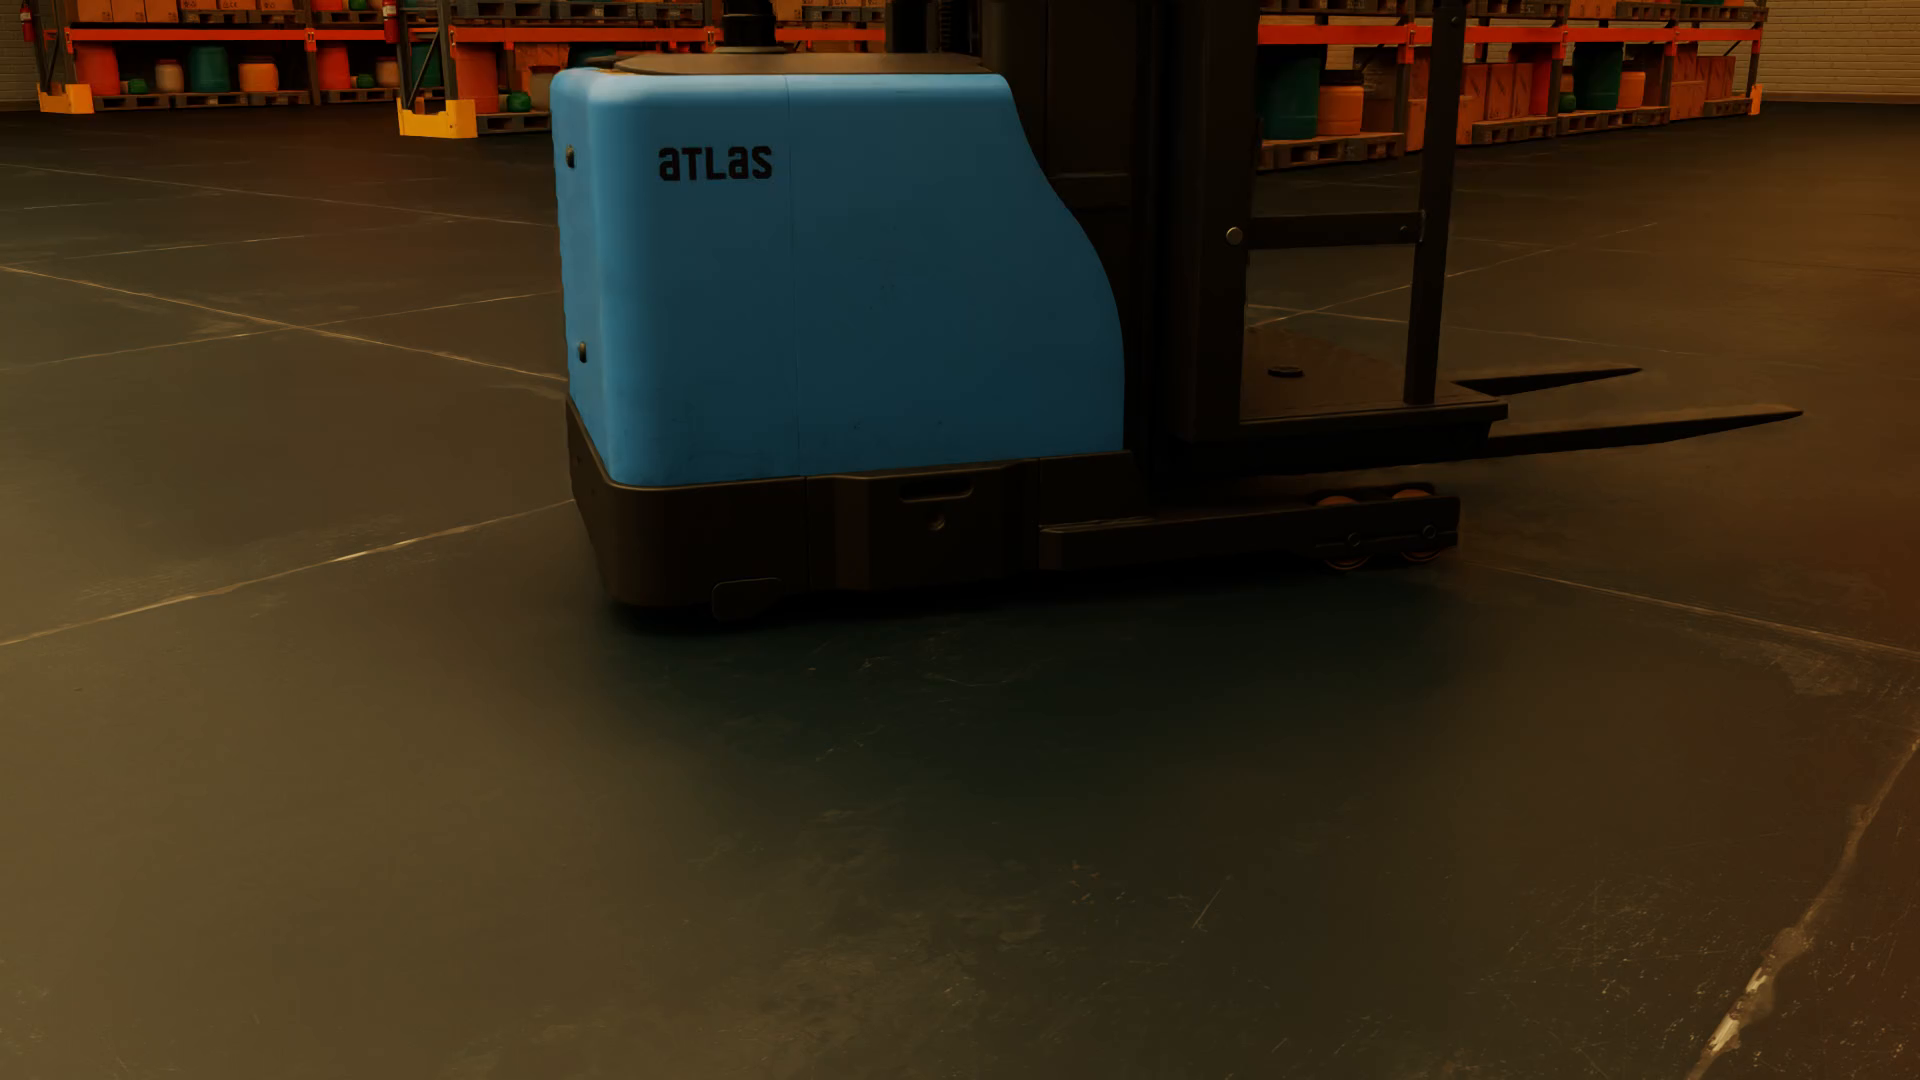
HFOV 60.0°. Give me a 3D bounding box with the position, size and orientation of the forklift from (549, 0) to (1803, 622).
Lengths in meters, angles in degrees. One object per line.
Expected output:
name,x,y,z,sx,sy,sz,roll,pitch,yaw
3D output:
forklift,0.616,-1.474,3.750,3.031,2.935,1.130,-5,18,-17
